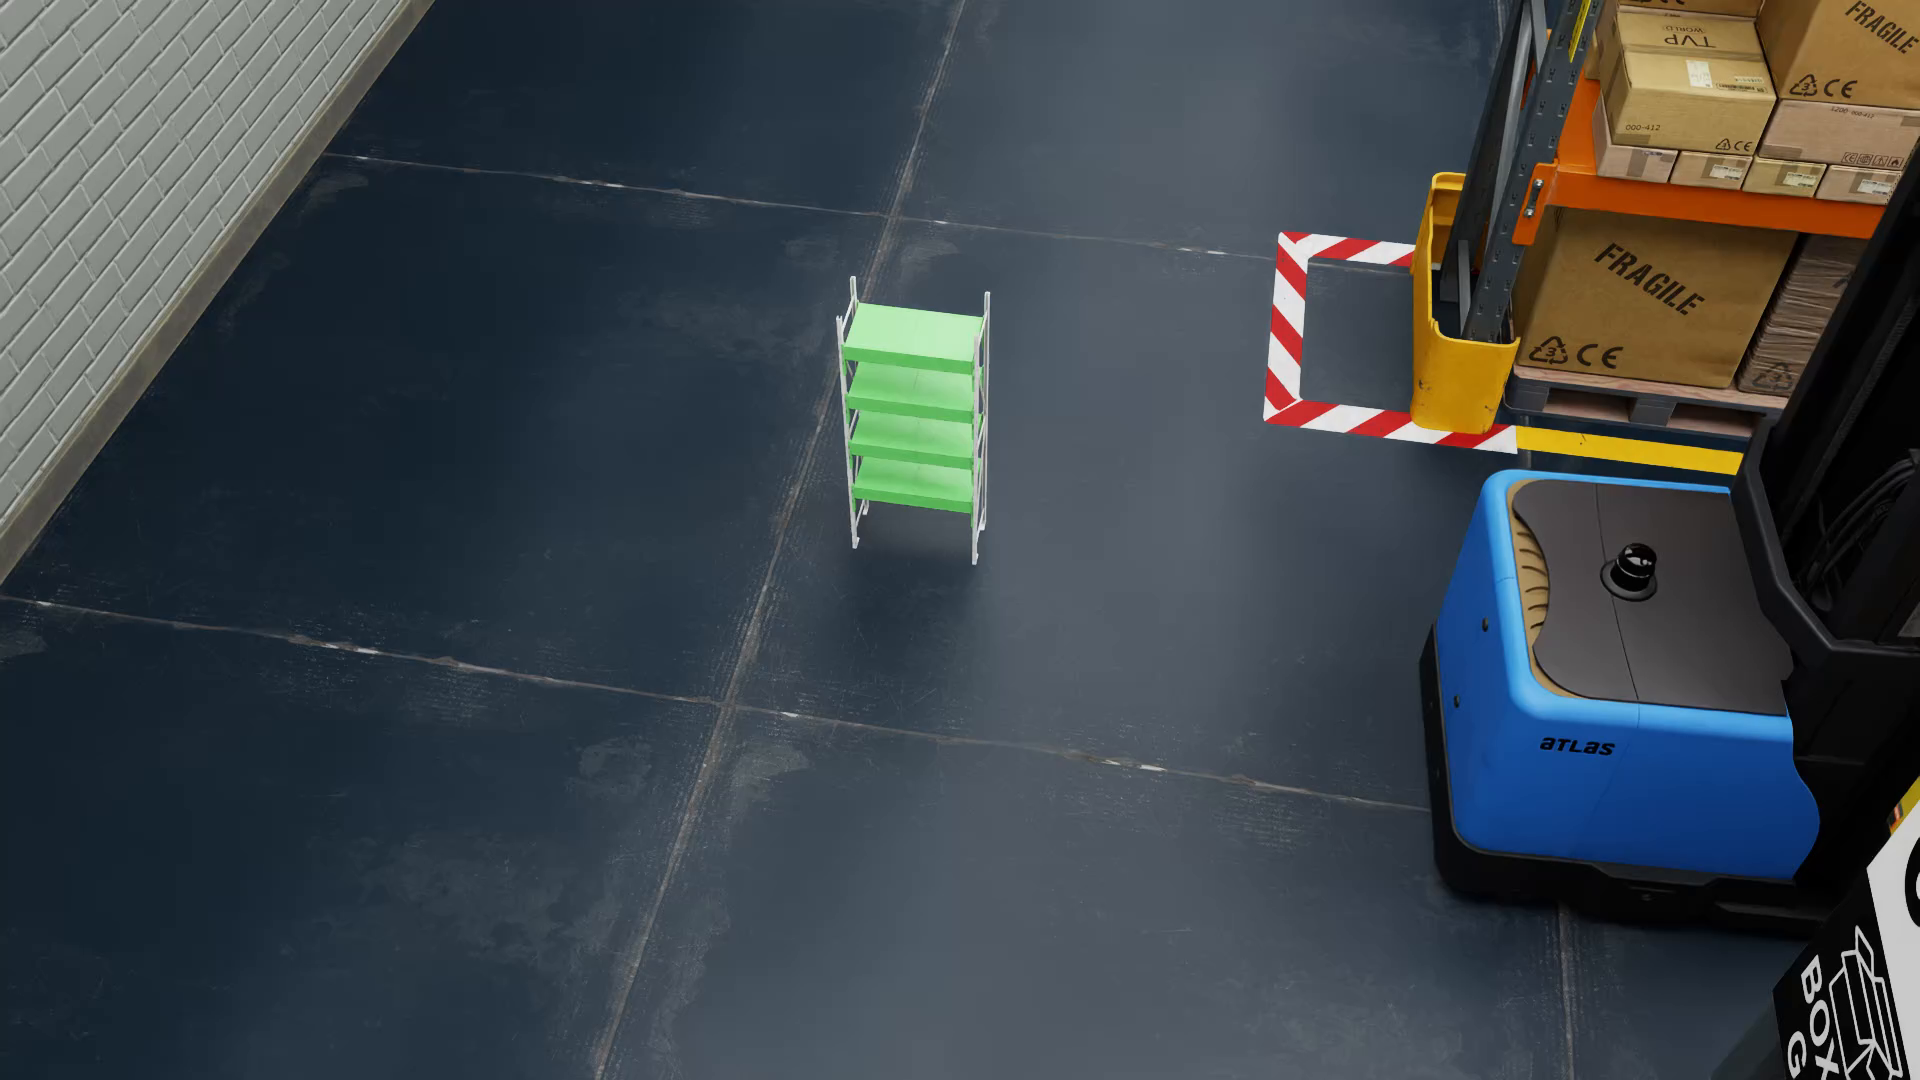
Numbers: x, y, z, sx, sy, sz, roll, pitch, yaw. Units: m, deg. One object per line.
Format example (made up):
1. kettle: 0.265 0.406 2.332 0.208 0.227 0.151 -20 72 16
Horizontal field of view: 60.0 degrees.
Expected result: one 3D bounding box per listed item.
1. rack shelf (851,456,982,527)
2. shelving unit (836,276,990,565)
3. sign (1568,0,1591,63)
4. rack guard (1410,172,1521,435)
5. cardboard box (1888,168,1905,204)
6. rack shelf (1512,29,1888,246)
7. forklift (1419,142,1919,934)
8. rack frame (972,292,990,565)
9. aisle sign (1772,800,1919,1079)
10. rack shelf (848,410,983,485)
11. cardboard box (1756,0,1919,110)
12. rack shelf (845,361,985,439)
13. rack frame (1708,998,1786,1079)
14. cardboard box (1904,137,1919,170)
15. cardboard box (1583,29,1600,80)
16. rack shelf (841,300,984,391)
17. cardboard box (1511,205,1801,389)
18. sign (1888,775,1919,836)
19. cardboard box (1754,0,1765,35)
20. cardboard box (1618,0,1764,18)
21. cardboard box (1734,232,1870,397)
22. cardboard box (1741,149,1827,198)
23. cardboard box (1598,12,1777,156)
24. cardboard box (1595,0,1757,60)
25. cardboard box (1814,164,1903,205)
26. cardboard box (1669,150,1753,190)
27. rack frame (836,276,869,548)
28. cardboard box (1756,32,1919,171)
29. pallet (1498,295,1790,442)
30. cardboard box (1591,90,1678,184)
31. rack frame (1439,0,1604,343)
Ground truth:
1. rack shelf: -0.163 -0.220 6.521 0.480 0.148 0.258 8 49 7
2. shelving unit: -0.163 -0.423 6.295 0.503 1.200 0.258 8 49 7
3. sign: 2.132 -1.803 5.690 0.005 0.325 0.100 8 49 7
4. rack guard: 2.213 -1.060 7.339 0.348 0.500 1.175 8 49 7
5. cardboard box: 3.538 -1.385 6.119 0.250 0.149 0.380 7 48 6
6. rack shelf: 4.204 -1.387 6.436 4.000 0.370 1.077 8 49 7
7. forklift: 3.168 -0.020 4.770 3.031 2.935 1.130 5 48 4
8. rack frame: 0.077 -0.391 6.266 0.015 1.200 0.240 8 49 7
9. aisle sign: 1.337 0.640 2.383 0.004 0.787 0.394 8 49 7
10. rack shelf: -0.163 -0.380 6.343 0.480 0.148 0.258 8 49 7
11. cardboard box: 3.153 -1.865 5.778 0.500 0.500 0.500 7 48 6
12. rack shelf: -0.163 -0.541 6.164 0.480 0.148 0.258 8 49 7
13. rack frame: 1.356 1.731 3.150 0.053 2.616 0.949 8 49 7
14. cardboard box: 3.667 -1.548 5.997 0.500 0.250 0.500 6 48 6
15. cardboard box: 2.645 -2.002 6.674 0.250 0.149 0.380 9 49 8
16. rack shelf: -0.163 -0.701 5.986 0.480 0.148 0.258 8 49 7
17. cardboard box: 2.880 -1.297 7.017 0.875 0.875 0.875 8 49 7
18. sign: 1.437 0.361 2.435 0.005 0.325 0.100 8 49 7
19. cardboard box: 3.259 -2.004 6.407 0.500 0.250 0.500 7 48 6
20. cardboard box: 2.762 -2.320 6.187 0.500 0.500 0.500 8 49 7
21. cardboard box: 3.776 -1.176 6.908 0.875 0.875 0.875 8 49 7
22. cardboard box: 3.032 -1.454 6.180 0.250 0.149 0.380 7 48 6
23. cardboard box: 2.661 -1.681 6.116 0.500 0.250 0.500 7 48 6
24. cardboard box: 2.760 -2.072 6.468 0.500 0.250 0.500 7 48 6
25. cardboard box: 3.288 -1.420 6.150 0.250 0.149 0.380 7 48 6
26. cardboard box: 2.780 -1.487 6.211 0.250 0.149 0.380 7 48 6
27. rack frame: -0.403 -0.455 6.324 0.015 1.200 0.240 8 49 7
28. cardboard box: 3.173 -1.617 6.059 0.500 0.250 0.500 7 48 6
29. pallet: 3.037 -0.912 7.400 1.213 0.211 1.003 8 49 7
30. cardboard box: 2.527 -1.520 6.240 0.250 0.149 0.380 8 49 7
31. rack frame: 2.236 -1.893 6.406 0.127 3.000 1.000 8 49 7
